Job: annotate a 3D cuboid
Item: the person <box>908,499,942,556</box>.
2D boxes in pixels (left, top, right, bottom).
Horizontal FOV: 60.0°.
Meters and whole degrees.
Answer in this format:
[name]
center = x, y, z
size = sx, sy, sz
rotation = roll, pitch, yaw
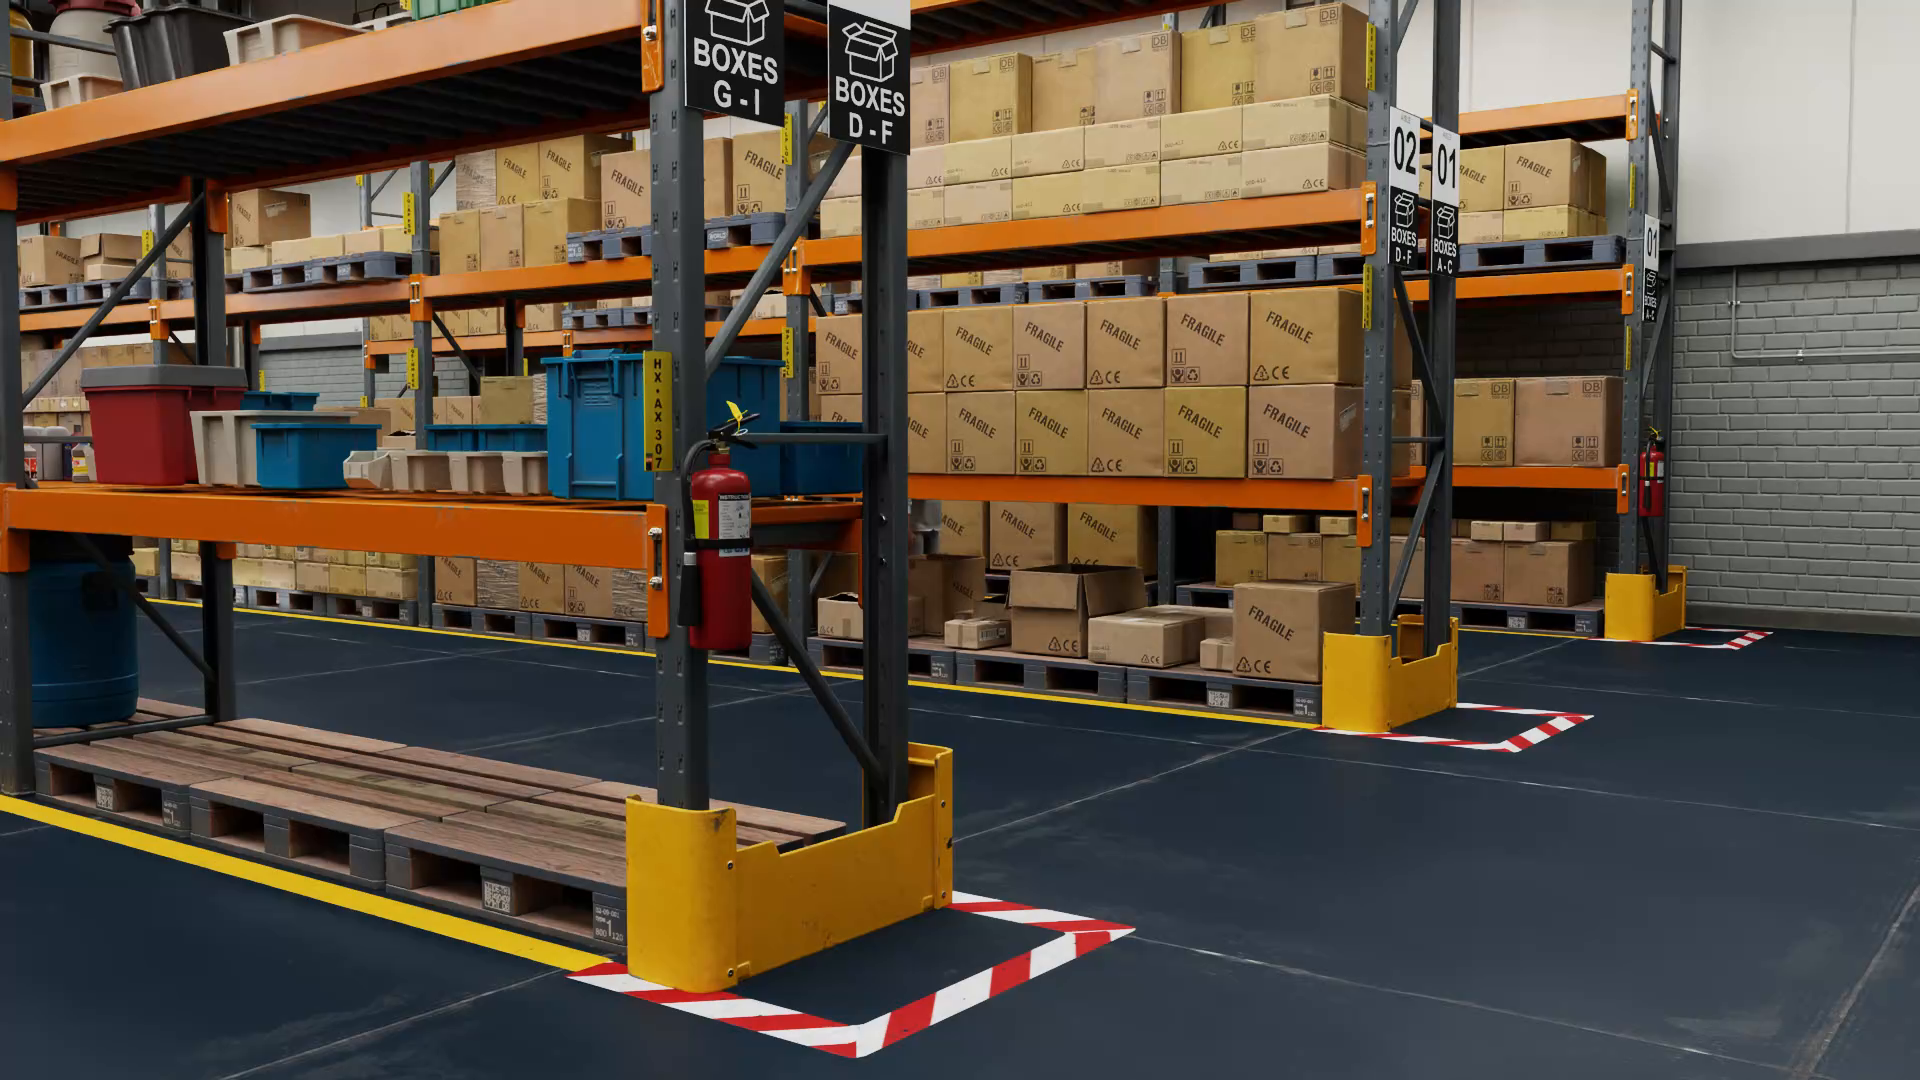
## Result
[person]
center = -0.299, -0.040, 12.884
size = 0.305, 1.569, 0.405
rotation = 3, 4, 37
